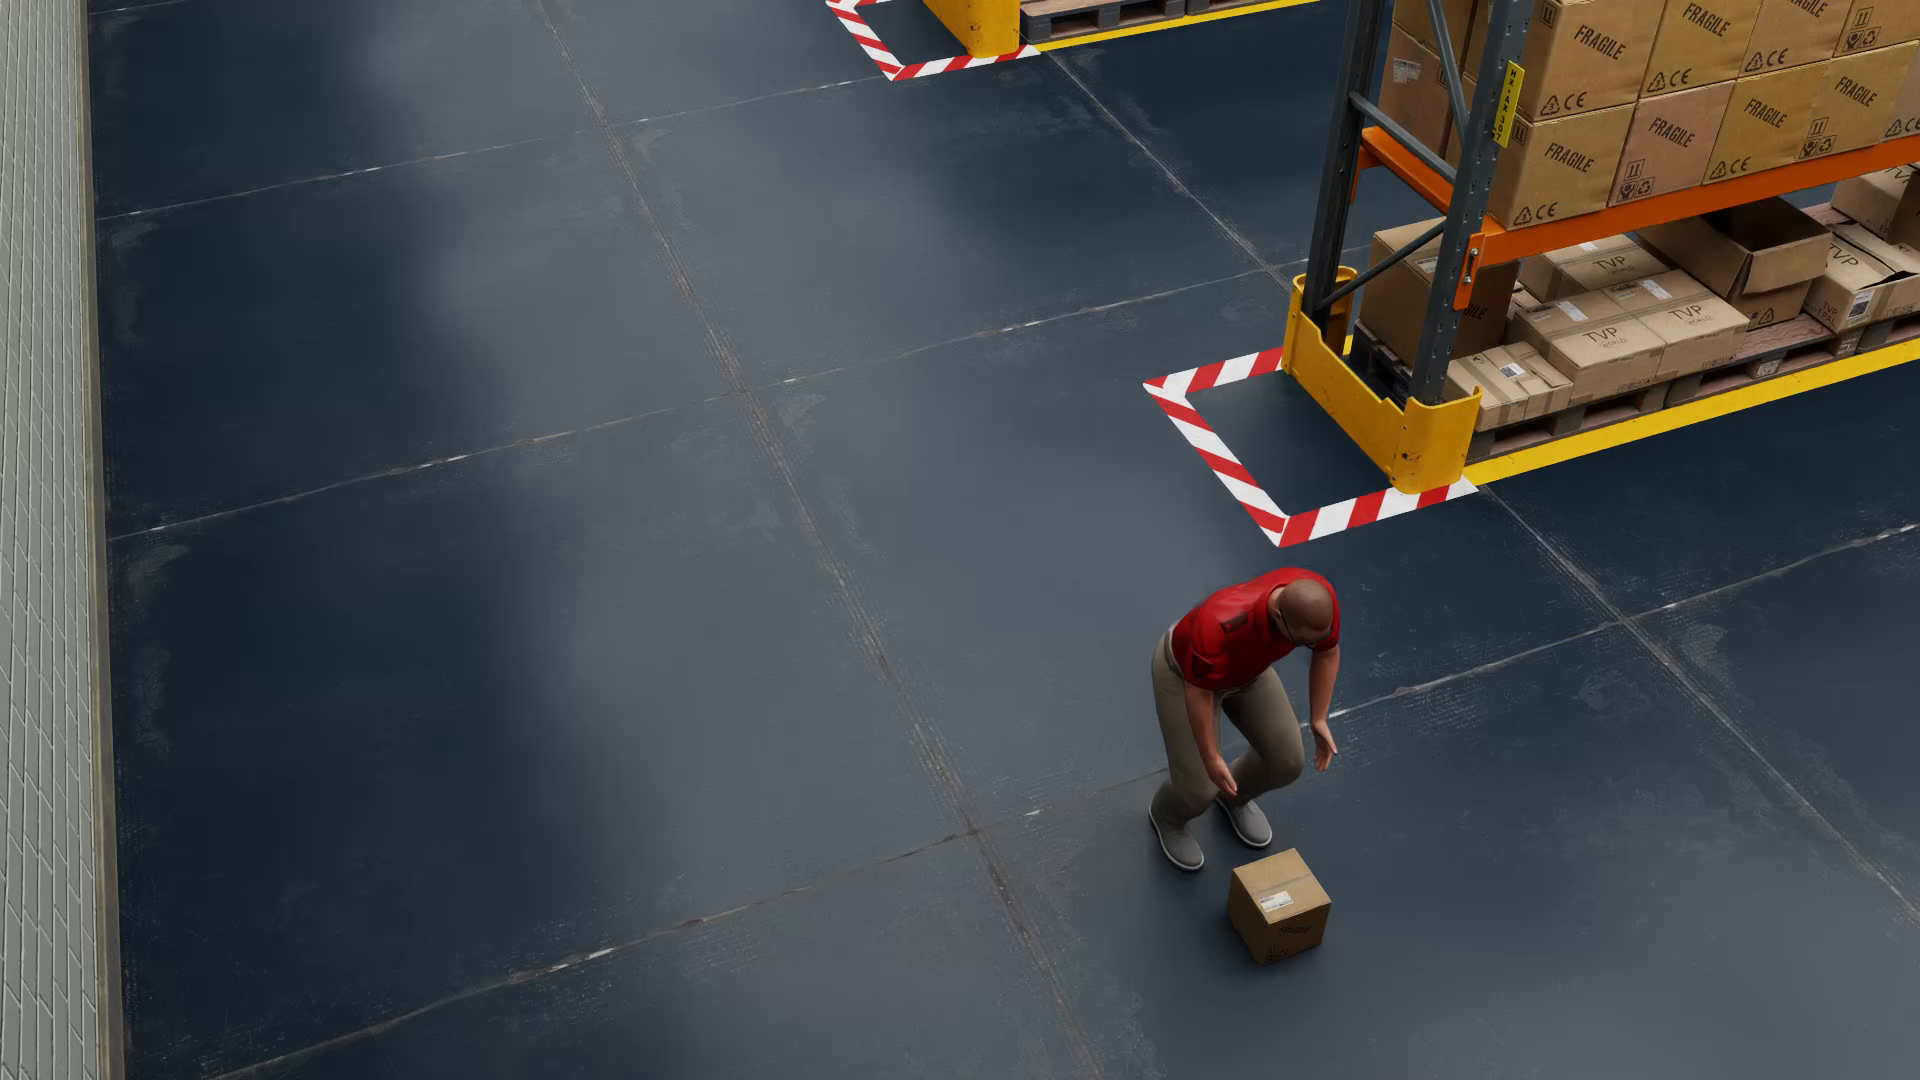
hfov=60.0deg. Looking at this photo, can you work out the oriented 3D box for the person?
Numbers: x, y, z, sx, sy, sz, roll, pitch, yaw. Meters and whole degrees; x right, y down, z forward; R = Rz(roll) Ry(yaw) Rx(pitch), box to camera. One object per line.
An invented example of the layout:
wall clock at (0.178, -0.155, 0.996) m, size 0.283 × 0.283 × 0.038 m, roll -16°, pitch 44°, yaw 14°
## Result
person at (0.980, 0.548, 5.757) m, size 0.588 × 1.466 × 0.666 m, roll -15°, pitch 44°, yaw -16°
